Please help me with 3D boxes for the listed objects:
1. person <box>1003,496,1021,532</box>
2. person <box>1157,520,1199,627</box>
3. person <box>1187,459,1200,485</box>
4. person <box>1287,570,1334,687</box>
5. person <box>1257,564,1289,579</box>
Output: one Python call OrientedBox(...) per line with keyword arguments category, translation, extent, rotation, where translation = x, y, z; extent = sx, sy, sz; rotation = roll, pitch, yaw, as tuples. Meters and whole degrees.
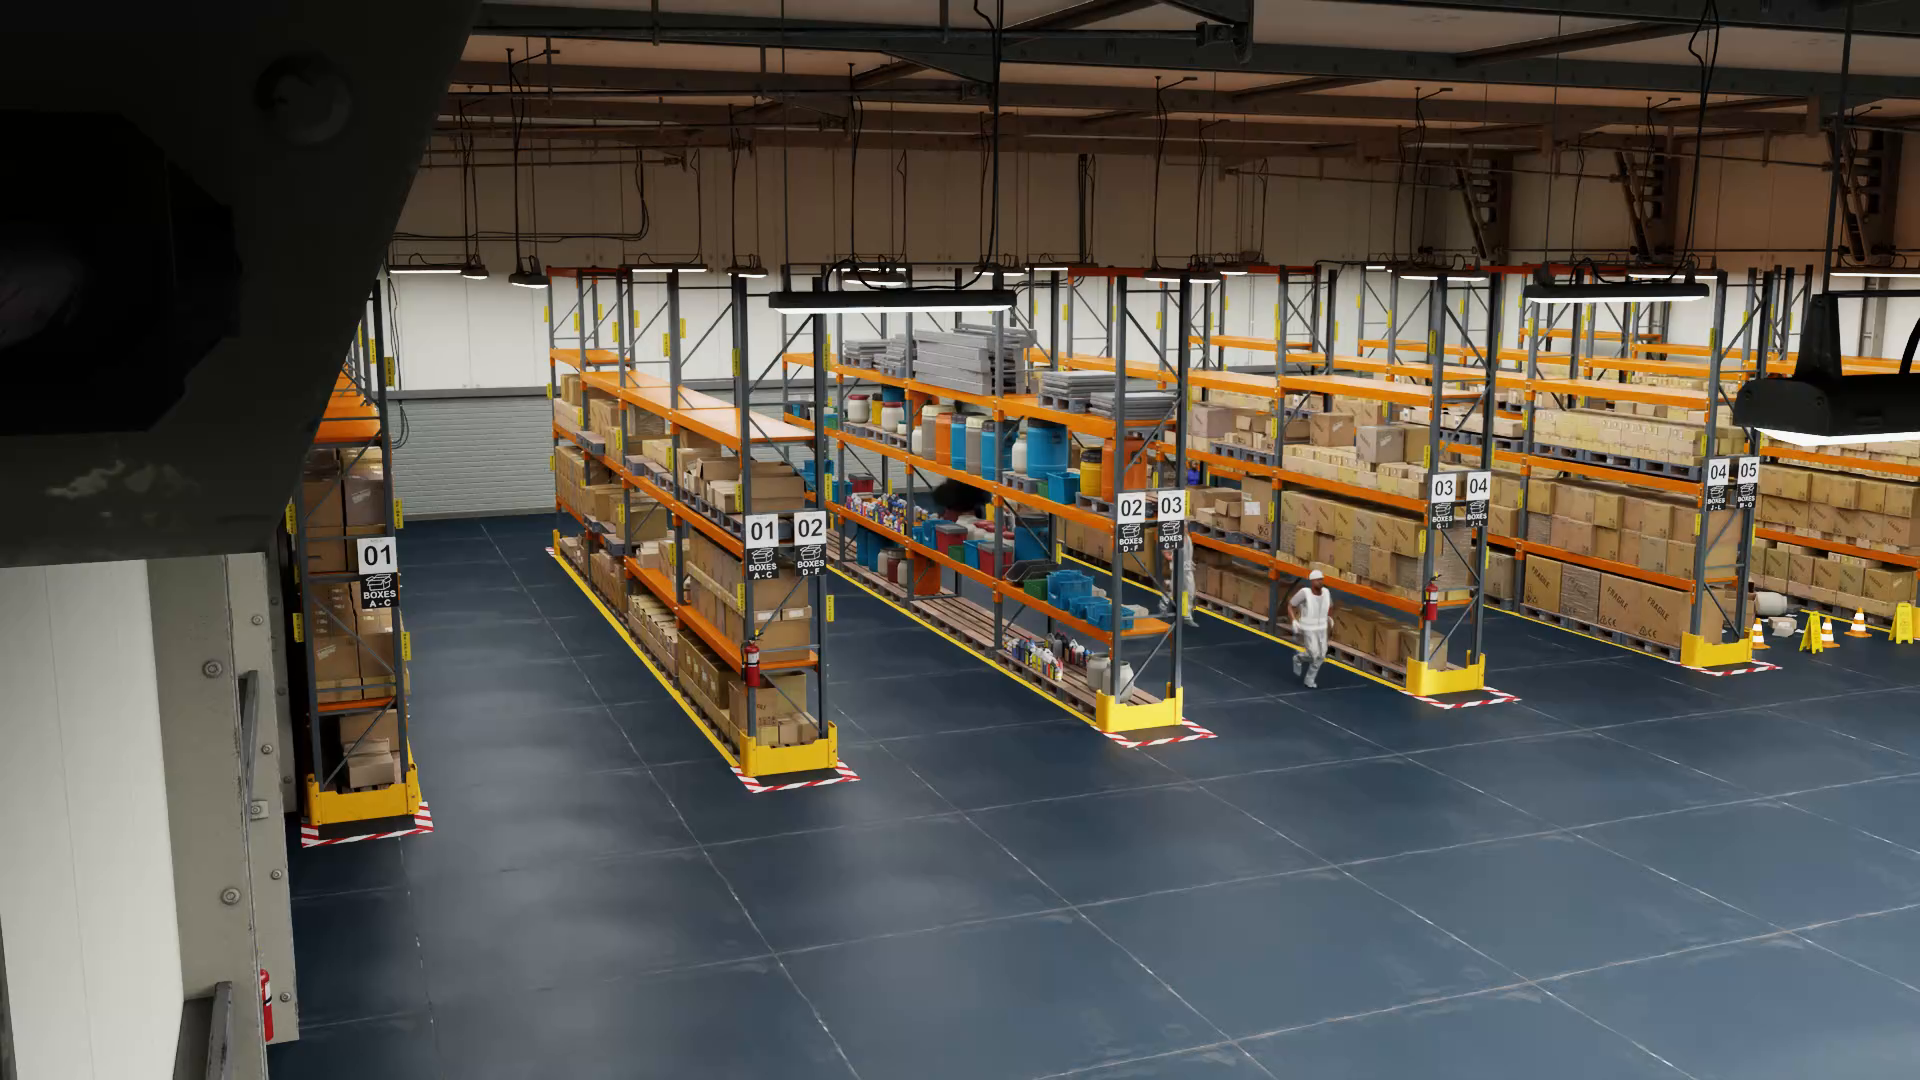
OrientedBox(category="person", translation=(0.965, -0.517, 34.870), extent=(0.743, 1.714, 1.057), rotation=(-5, 11, -28))
OrientedBox(category="person", translation=(3.676, 0.526, 27.876), extent=(0.657, 1.779, 0.899), rotation=(-7, 12, -34))
OrientedBox(category="person", translation=(5.233, -0.971, 37.458), extent=(0.545, 1.721, 0.752), rotation=(-5, 11, -26))
OrientedBox(category="person", translation=(5.163, 1.295, 24.282), extent=(0.693, 1.736, 0.621), rotation=(-4, 11, -21))
OrientedBox(category="person", translation=(5.975, 0.050, 31.327), extent=(0.688, 1.746, 0.904), rotation=(-5, 11, -26))
